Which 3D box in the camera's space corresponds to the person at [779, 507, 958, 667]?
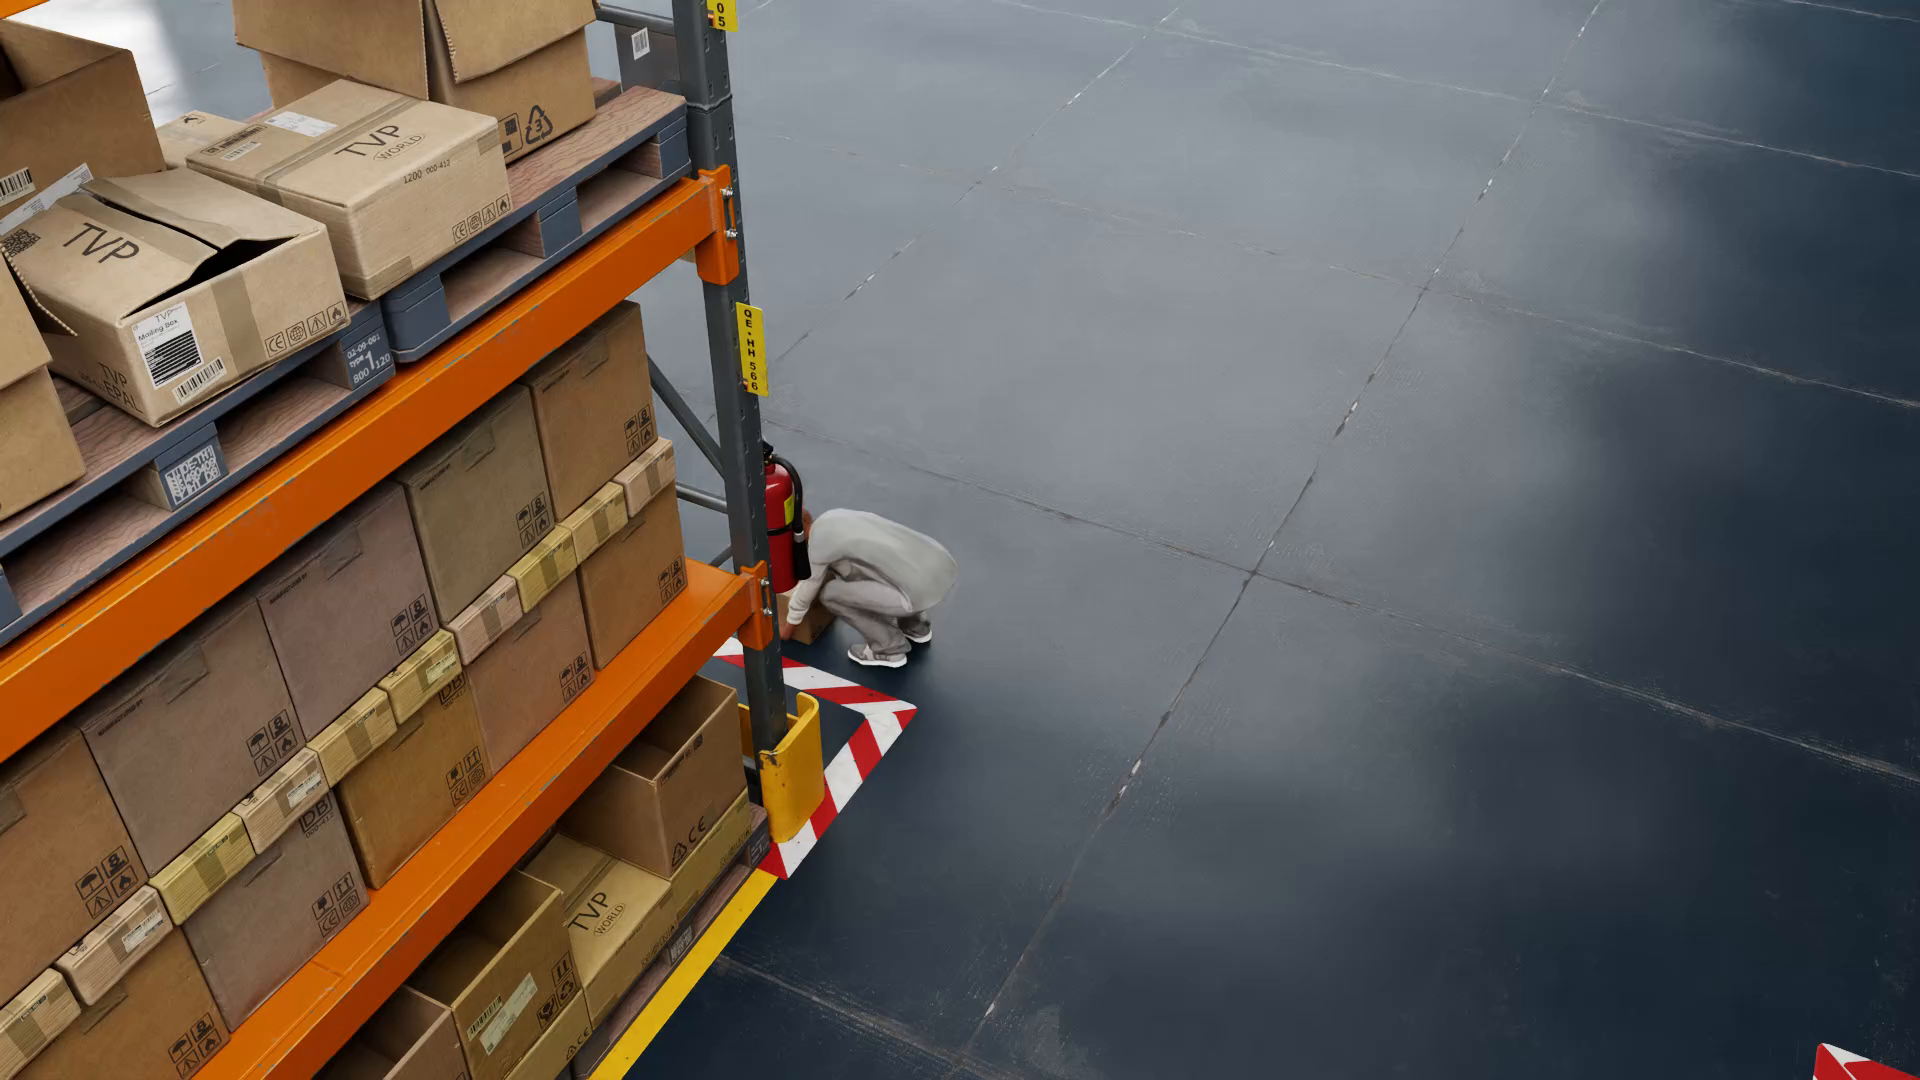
[{"bbox_3d":[-0.429,0.192,7.267,0.855,0.715,0.420,14,41,17],"label":"person"}]
